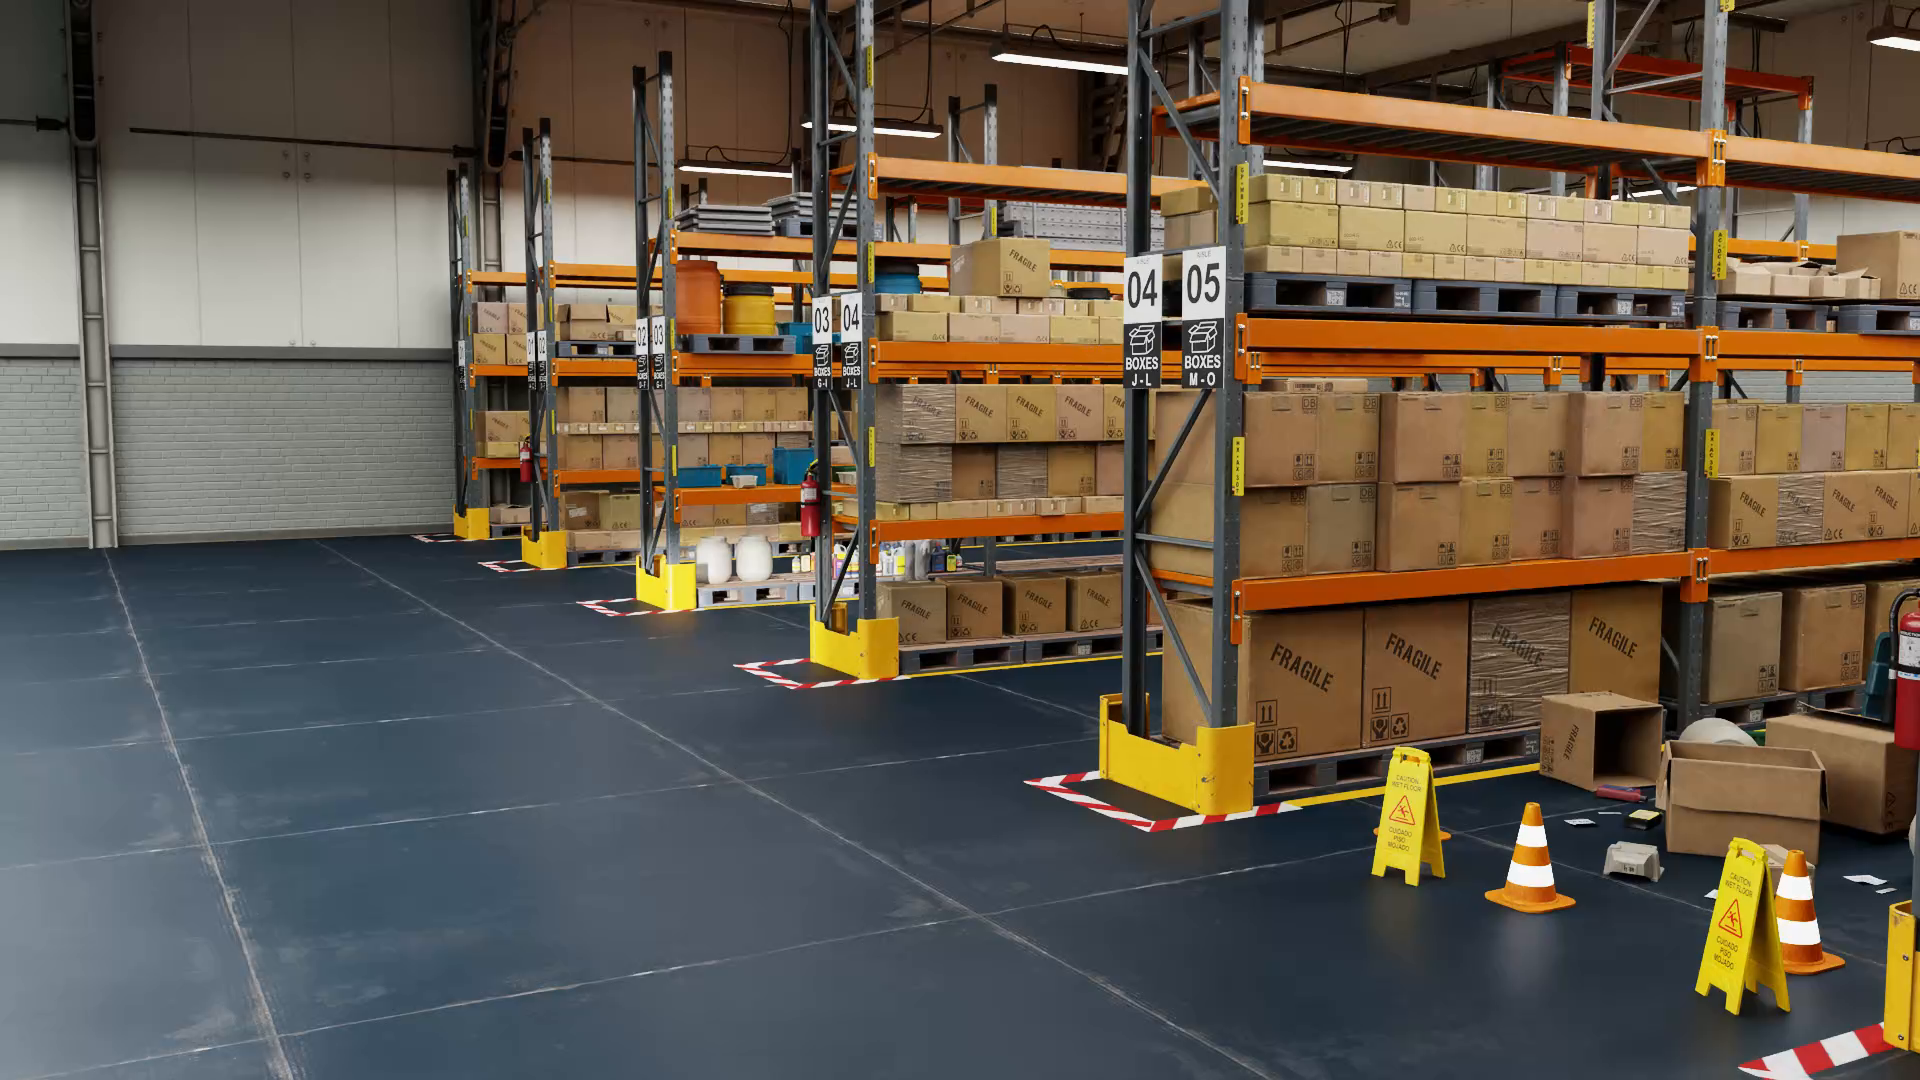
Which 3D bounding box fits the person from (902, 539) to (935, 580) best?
[{"bbox_3d":[-0.441,0.004,17.435,0.379,1.663,0.535,-3,6,-29],"label":"person"}]
